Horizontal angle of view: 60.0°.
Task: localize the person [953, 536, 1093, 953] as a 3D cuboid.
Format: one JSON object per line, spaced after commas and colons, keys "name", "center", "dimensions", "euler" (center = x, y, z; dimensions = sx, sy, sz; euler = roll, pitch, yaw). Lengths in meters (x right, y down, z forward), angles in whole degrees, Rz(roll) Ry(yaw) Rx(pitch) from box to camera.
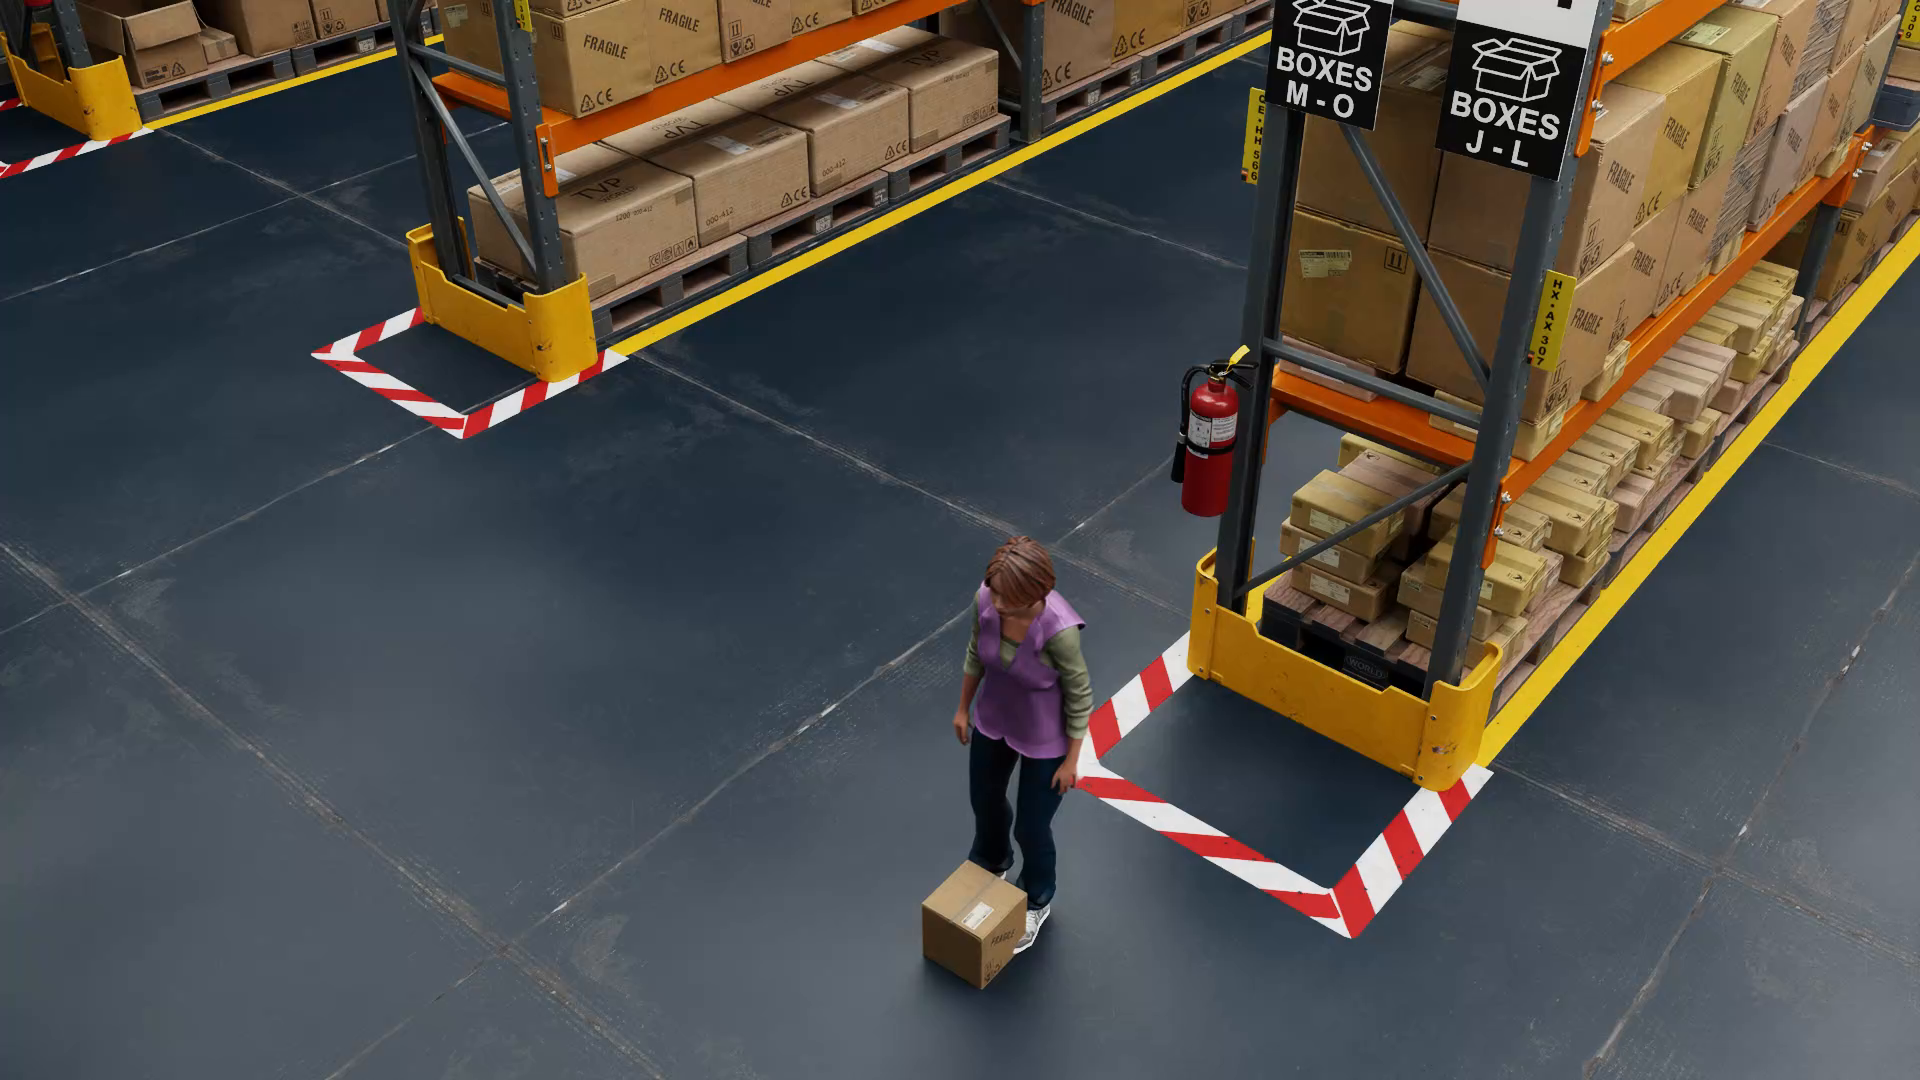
{"name": "person", "center": [0.187, 0.627, 5.275], "dimensions": [0.478, 1.593, 0.368], "euler": [24, 42, 30]}
